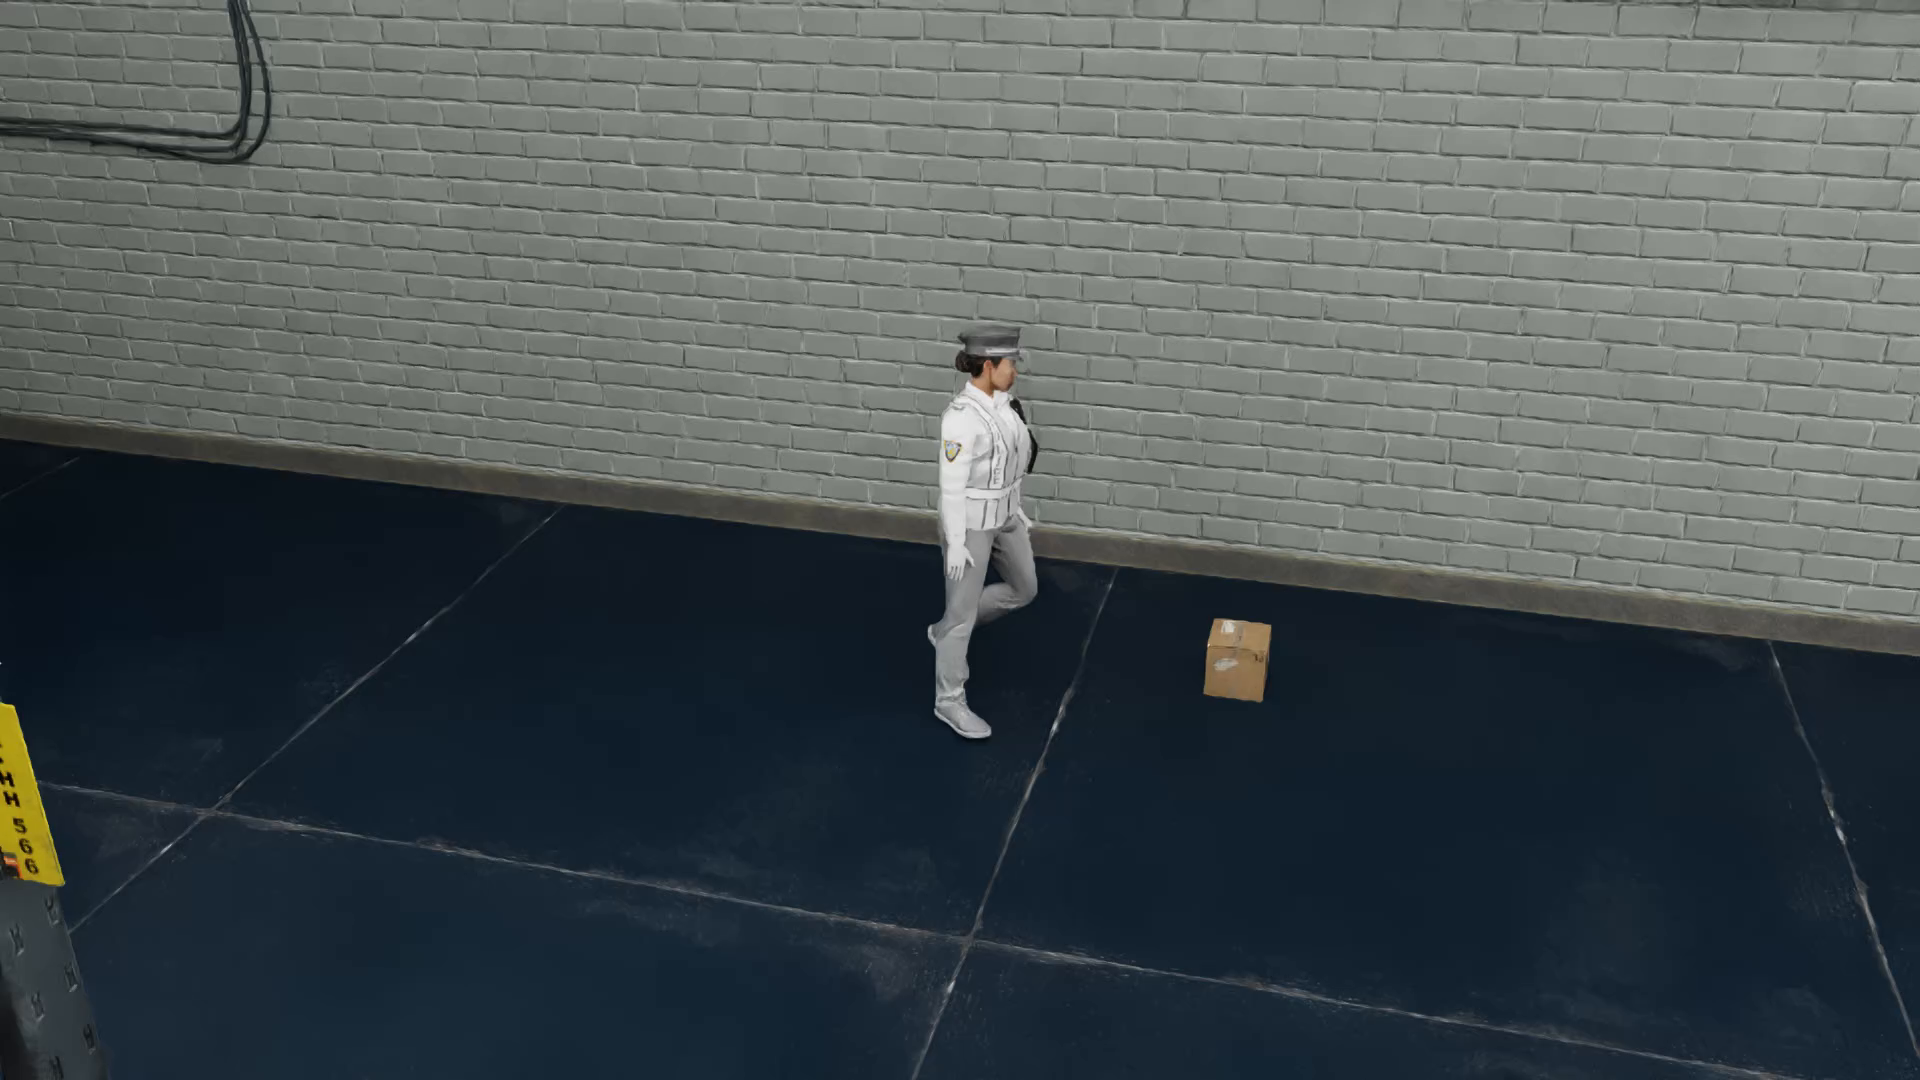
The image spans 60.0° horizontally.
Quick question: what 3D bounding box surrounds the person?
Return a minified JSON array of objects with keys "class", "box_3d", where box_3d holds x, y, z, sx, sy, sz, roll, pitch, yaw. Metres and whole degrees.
[{"class":"person","box_3d":[0.059,-0.067,6.707,0.431,1.661,0.563,12,28,23]}]
